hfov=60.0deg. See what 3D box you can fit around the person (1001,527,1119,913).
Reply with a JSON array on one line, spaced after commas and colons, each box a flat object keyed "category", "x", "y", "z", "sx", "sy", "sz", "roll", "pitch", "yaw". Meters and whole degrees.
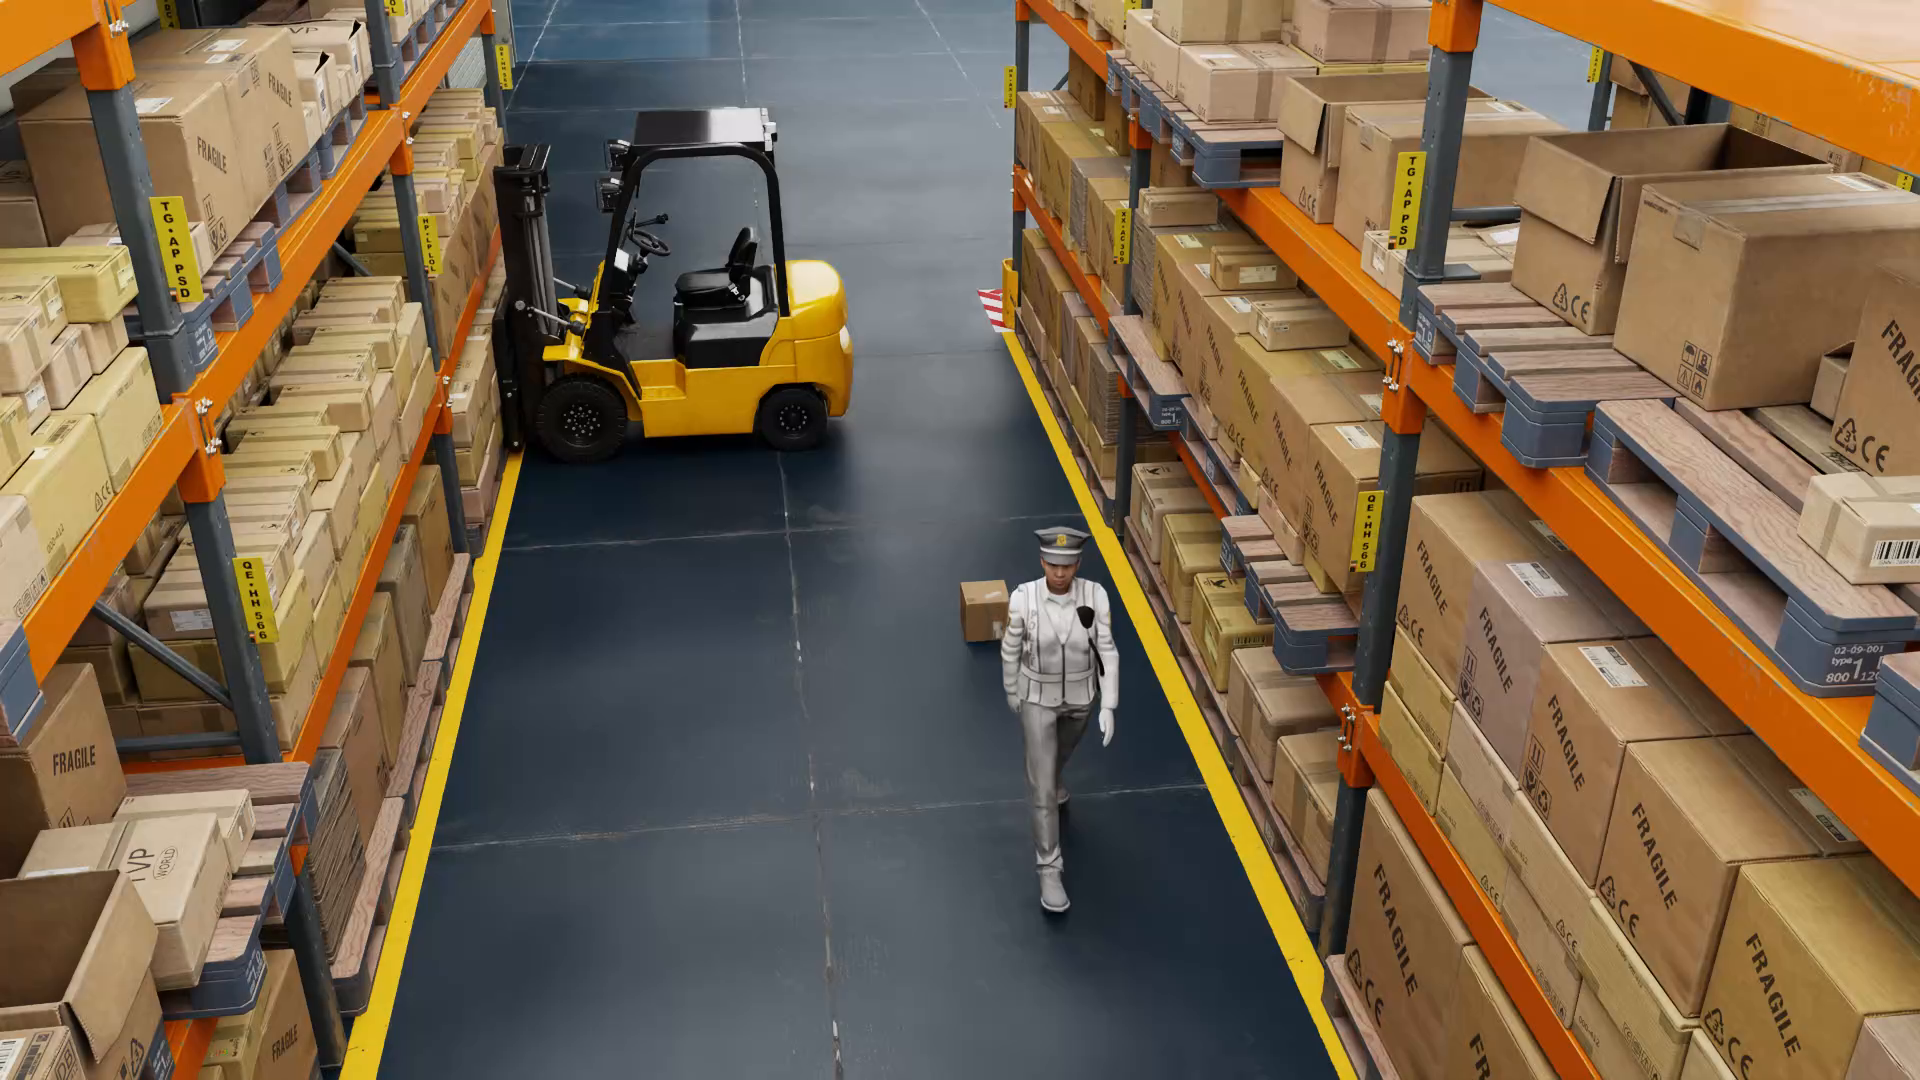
[{"category": "person", "x": 0.444, "y": 0.680, "z": 7.255, "sx": 0.490, "sy": 1.630, "sz": 1.017, "roll": -4, "pitch": 28, "yaw": -8}]
